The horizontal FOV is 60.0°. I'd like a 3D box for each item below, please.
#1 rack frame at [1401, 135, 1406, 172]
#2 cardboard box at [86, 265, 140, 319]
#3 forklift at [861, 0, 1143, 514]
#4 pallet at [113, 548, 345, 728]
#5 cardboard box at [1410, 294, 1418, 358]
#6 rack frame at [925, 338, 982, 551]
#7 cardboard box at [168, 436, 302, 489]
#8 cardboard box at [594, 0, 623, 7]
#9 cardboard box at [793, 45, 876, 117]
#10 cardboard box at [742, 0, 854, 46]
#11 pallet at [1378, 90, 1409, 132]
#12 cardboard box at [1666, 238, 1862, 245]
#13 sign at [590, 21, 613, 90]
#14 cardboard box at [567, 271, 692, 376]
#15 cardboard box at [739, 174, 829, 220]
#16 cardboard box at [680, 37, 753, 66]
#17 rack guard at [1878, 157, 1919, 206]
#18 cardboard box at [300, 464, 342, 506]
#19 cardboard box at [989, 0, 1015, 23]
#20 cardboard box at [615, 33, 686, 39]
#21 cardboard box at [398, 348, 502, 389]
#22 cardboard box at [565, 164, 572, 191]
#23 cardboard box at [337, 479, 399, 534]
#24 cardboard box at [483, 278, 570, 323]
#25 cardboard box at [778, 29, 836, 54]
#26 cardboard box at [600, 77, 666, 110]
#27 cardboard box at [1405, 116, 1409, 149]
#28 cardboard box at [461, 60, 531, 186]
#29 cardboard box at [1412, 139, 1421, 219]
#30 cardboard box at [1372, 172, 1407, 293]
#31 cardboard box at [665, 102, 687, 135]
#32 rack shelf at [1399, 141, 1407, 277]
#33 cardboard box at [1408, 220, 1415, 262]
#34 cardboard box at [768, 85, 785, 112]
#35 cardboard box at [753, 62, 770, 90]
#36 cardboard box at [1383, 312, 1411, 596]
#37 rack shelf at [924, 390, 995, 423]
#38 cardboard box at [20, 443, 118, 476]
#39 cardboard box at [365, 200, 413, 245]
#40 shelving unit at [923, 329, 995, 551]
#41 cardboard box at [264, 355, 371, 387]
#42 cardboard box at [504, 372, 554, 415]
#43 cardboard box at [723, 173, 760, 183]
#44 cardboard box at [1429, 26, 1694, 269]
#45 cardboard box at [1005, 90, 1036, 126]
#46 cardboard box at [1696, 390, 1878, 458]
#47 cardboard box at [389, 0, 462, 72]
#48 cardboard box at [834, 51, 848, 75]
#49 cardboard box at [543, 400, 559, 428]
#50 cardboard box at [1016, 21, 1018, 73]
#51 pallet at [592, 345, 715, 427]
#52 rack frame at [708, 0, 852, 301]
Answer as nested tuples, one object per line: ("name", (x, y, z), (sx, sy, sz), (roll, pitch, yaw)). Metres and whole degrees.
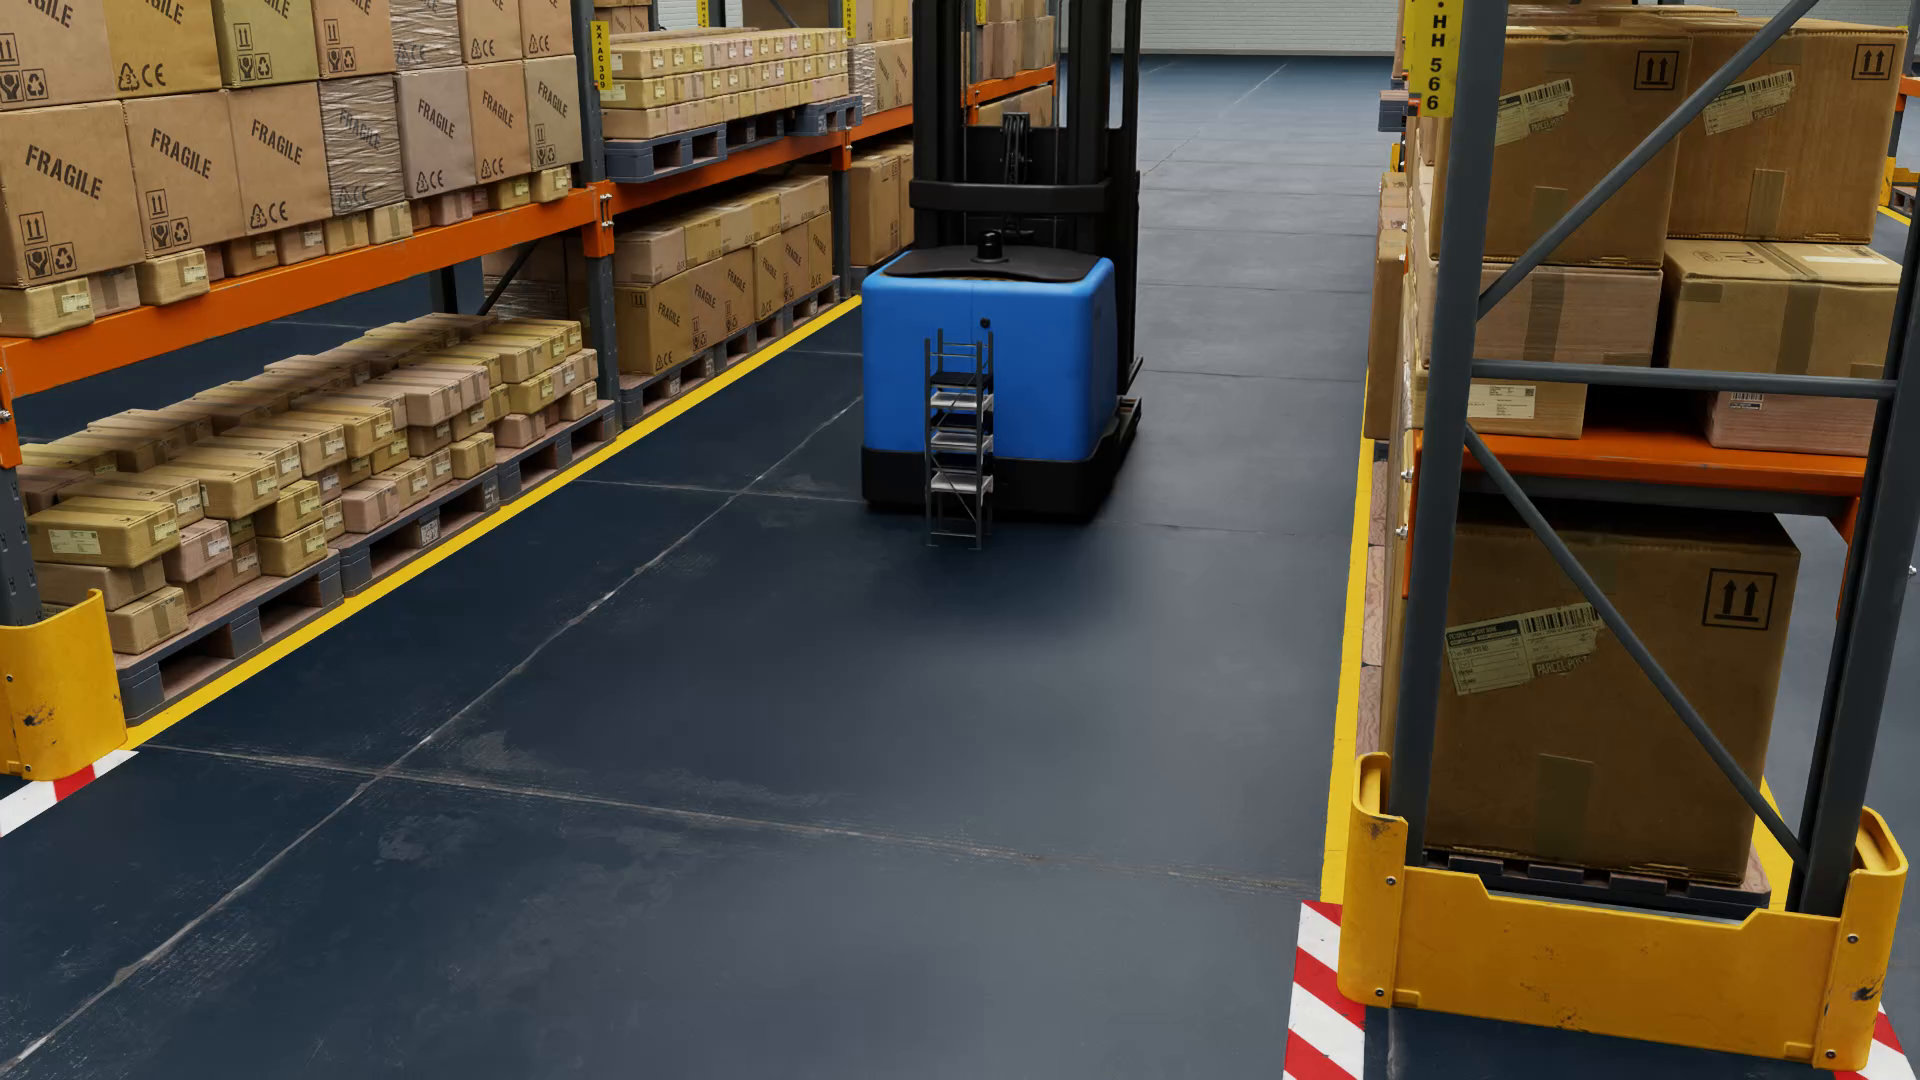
("rack frame", (4.445, -4.096, 14.539), (1.000, 3.000, 0.127), (5, 19, 13))
("cardboard box", (-2.853, -0.798, 5.272), (0.380, 0.149, 0.250), (5, 20, 15))
("forklift", (0.364, -1.939, 8.331), (1.130, 2.935, 3.031), (4, 19, 11))
("pallet", (-3.020, 0.286, 6.024), (1.003, 0.211, 1.213), (5, 19, 13))
("cardboard box", (1.468, -0.592, 4.670), (0.380, 0.149, 0.250), (5, 19, 14))
("rack frame", (-0.027, -0.391, 6.941), (0.240, 0.900, 0.006), (5, 19, 13))
("cardboard box", (-2.697, -0.276, 6.195), (0.380, 0.149, 0.250), (4, 19, 11))
("cardboard box", (-4.256, -6.290, 18.801), (0.700, 0.500, 0.500), (4, 19, 13))
("cardboard box", (-0.946, -3.432, 12.441), (0.500, 0.500, 0.500), (5, 19, 14))
("cardboard box", (-1.198, -3.926, 12.340), (0.700, 0.500, 0.500), (5, 19, 13))
("pallet", (3.539, -2.983, 11.578), (1.213, 0.211, 1.003), (5, 19, 13))
("cardboard box", (2.013, -0.697, 4.360), (0.500, 0.250, 0.500), (4, 19, 13))
("sign", (-1.766, -2.381, 8.179), (0.100, 0.325, 0.005), (5, 19, 13))
("cardboard box", (-1.857, -1.238, 9.390), (0.500, 0.500, 0.500), (5, 20, 16))
("cardboard box", (-1.230, -2.401, 11.635), (0.500, 0.250, 0.500), (4, 19, 12))
("cardboard box", (-1.437, -2.866, 9.756), (0.380, 0.149, 0.250), (5, 20, 15))
("rack guard", (10.252, -3.748, 17.388), (1.175, 0.500, 0.348), (5, 19, 13))
("cardboard box", (-2.658, -0.220, 6.492), (0.380, 0.149, 0.250), (4, 19, 11))
("cardboard box", (0.071, -5.554, 16.905), (0.875, 0.550, 0.550), (5, 19, 13))
("cardboard box", (-1.937, -3.085, 10.399), (0.380, 0.149, 0.250), (5, 20, 15))
("cardboard box", (-2.346, -0.774, 7.654), (0.380, 0.149, 0.250), (5, 20, 15))
("cardboard box", (-2.137, -1.785, 8.162), (0.380, 0.149, 0.250), (4, 19, 13))
("cardboard box", (-2.511, -0.144, 6.729), (0.380, 0.149, 0.250), (4, 19, 11))
("cardboard box", (-2.358, -1.280, 9.511), (0.500, 0.500, 0.500), (4, 19, 12))
("cardboard box", (-1.056, -3.359, 11.199), (0.380, 0.149, 0.250), (4, 19, 13))
("cardboard box", (-1.752, -2.320, 8.617), (0.380, 0.149, 0.250), (5, 19, 14))
("cardboard box", (2.962, -2.597, 9.995), (0.500, 0.500, 0.500), (4, 19, 12))
("cardboard box", (-2.267, -1.863, 7.388), (0.500, 0.500, 0.500), (4, 19, 12))
("cardboard box", (1.996, -1.376, 6.348), (0.500, 0.250, 0.500), (5, 19, 13))
("cardboard box", (3.279, -1.821, 10.515), (1.225, 0.875, 0.875), (4, 19, 11))
("cardboard box", (-1.690, -2.266, 8.921), (0.380, 0.149, 0.250), (5, 19, 14))
("rack shelf", (2.979, -1.875, 9.149), (1.077, 0.370, 4.000), (5, 19, 13))
("cardboard box", (1.843, -1.075, 6.084), (0.380, 0.149, 0.250), (4, 19, 13))
("cardboard box", (-1.310, -2.753, 10.346), (0.380, 0.149, 0.250), (5, 20, 15))
("cardboard box", (-1.372, -2.810, 10.053), (0.380, 0.149, 0.250), (4, 19, 12))
("cardboard box", (2.032, -0.299, 6.060), (0.875, 0.875, 0.875), (5, 19, 13))
("rack shelf", (-0.002, -0.562, 6.987), (0.258, 0.077, 0.200), (5, 19, 13))
("cardboard box", (-3.331, -0.241, 6.092), (0.380, 0.149, 0.250), (4, 19, 12))
("cardboard box", (-2.449, -1.289, 6.710), (0.380, 0.149, 0.250), (5, 19, 14))
("shelving unit", (-0.002, -0.423, 7.035), (0.258, 0.900, 0.210), (5, 19, 13))
("cardboard box", (-2.901, -0.730, 7.524), (0.380, 0.149, 0.250), (5, 20, 15))
("cardboard box", (-2.165, -0.707, 7.918), (0.380, 0.149, 0.250), (4, 19, 11))
("cardboard box", (-1.720, -2.439, 11.746), (0.500, 0.250, 0.500), (4, 19, 11))
("cardboard box", (1.378, -0.933, 3.890), (0.500, 0.500, 0.500), (5, 19, 14))
("cardboard box", (0.323, -4.473, 18.279), (0.875, 0.875, 0.875), (4, 19, 13))
("cardboard box", (1.920, -0.301, 3.817), (0.380, 0.149, 0.250), (5, 19, 14))
("cardboard box", (-2.407, -2.183, 6.775), (0.500, 0.500, 0.500), (5, 20, 15))
("cardboard box", (-0.996, -3.295, 11.474), (0.380, 0.149, 0.250), (5, 20, 15))
("cardboard box", (-2.204, -0.637, 8.172), (0.380, 0.149, 0.250), (5, 20, 15))
("cardboard box", (0.130, -5.215, 17.583), (0.875, 0.550, 0.500), (5, 19, 13))
("pallet", (-2.105, -0.936, 9.603), (1.003, 0.211, 1.213), (5, 19, 13))
("rack frame", (-1.317, -3.266, 12.108), (1.000, 3.000, 0.127), (5, 19, 13))
